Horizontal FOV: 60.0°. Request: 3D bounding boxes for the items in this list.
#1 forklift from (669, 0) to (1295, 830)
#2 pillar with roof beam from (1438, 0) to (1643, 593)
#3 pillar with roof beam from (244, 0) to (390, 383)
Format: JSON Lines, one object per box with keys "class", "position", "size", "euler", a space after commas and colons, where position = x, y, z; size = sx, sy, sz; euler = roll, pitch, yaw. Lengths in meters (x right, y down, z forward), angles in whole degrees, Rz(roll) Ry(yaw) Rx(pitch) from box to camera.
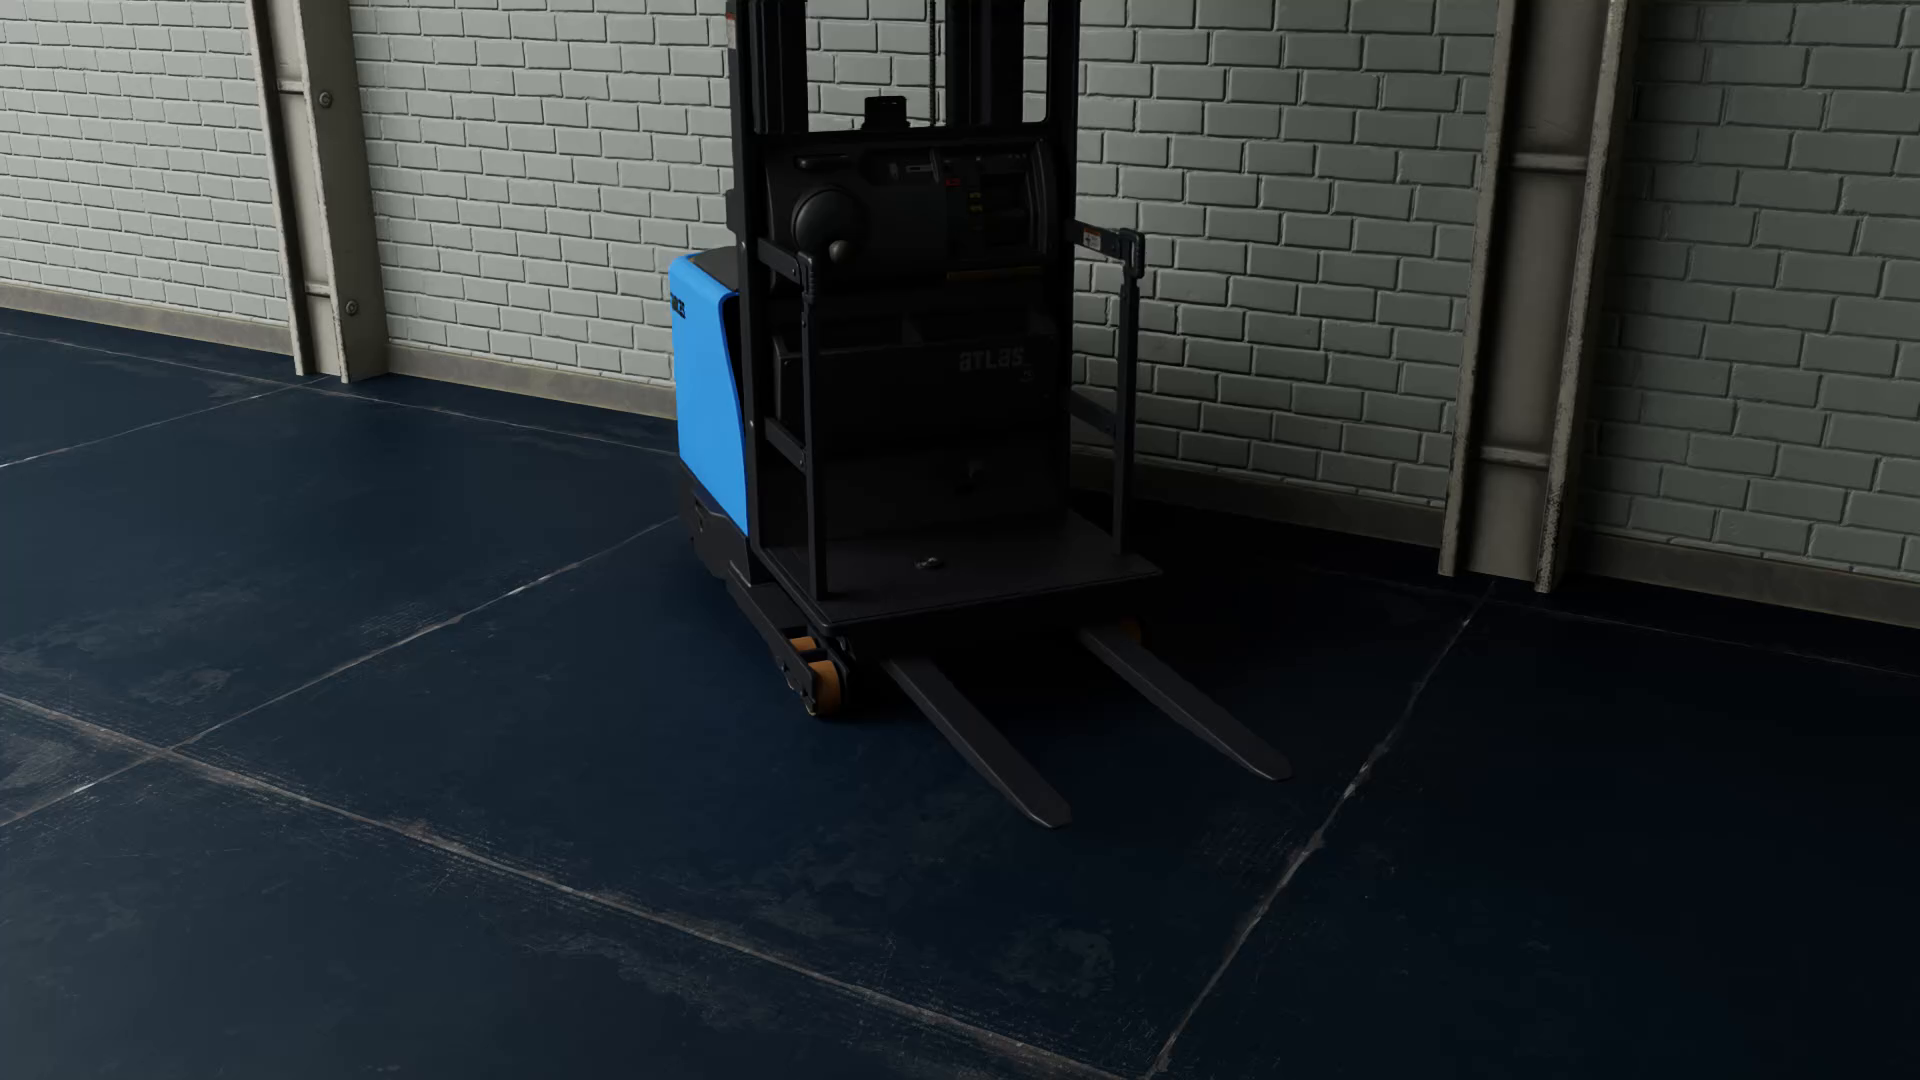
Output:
{"class": "forklift", "position": [-0.056, -1.020, 4.878], "size": [1.130, 2.935, 3.031], "euler": [-8, 21, -21]}
{"class": "pillar with roof beam", "position": [-0.121, -2.839, 0.994], "size": [0.400, 9.000, 9.100], "euler": [11, 23, 27]}
{"class": "pillar with roof beam", "position": [-5.359, -3.836, 3.745], "size": [0.400, 9.000, 9.100], "euler": [11, 23, 27]}
